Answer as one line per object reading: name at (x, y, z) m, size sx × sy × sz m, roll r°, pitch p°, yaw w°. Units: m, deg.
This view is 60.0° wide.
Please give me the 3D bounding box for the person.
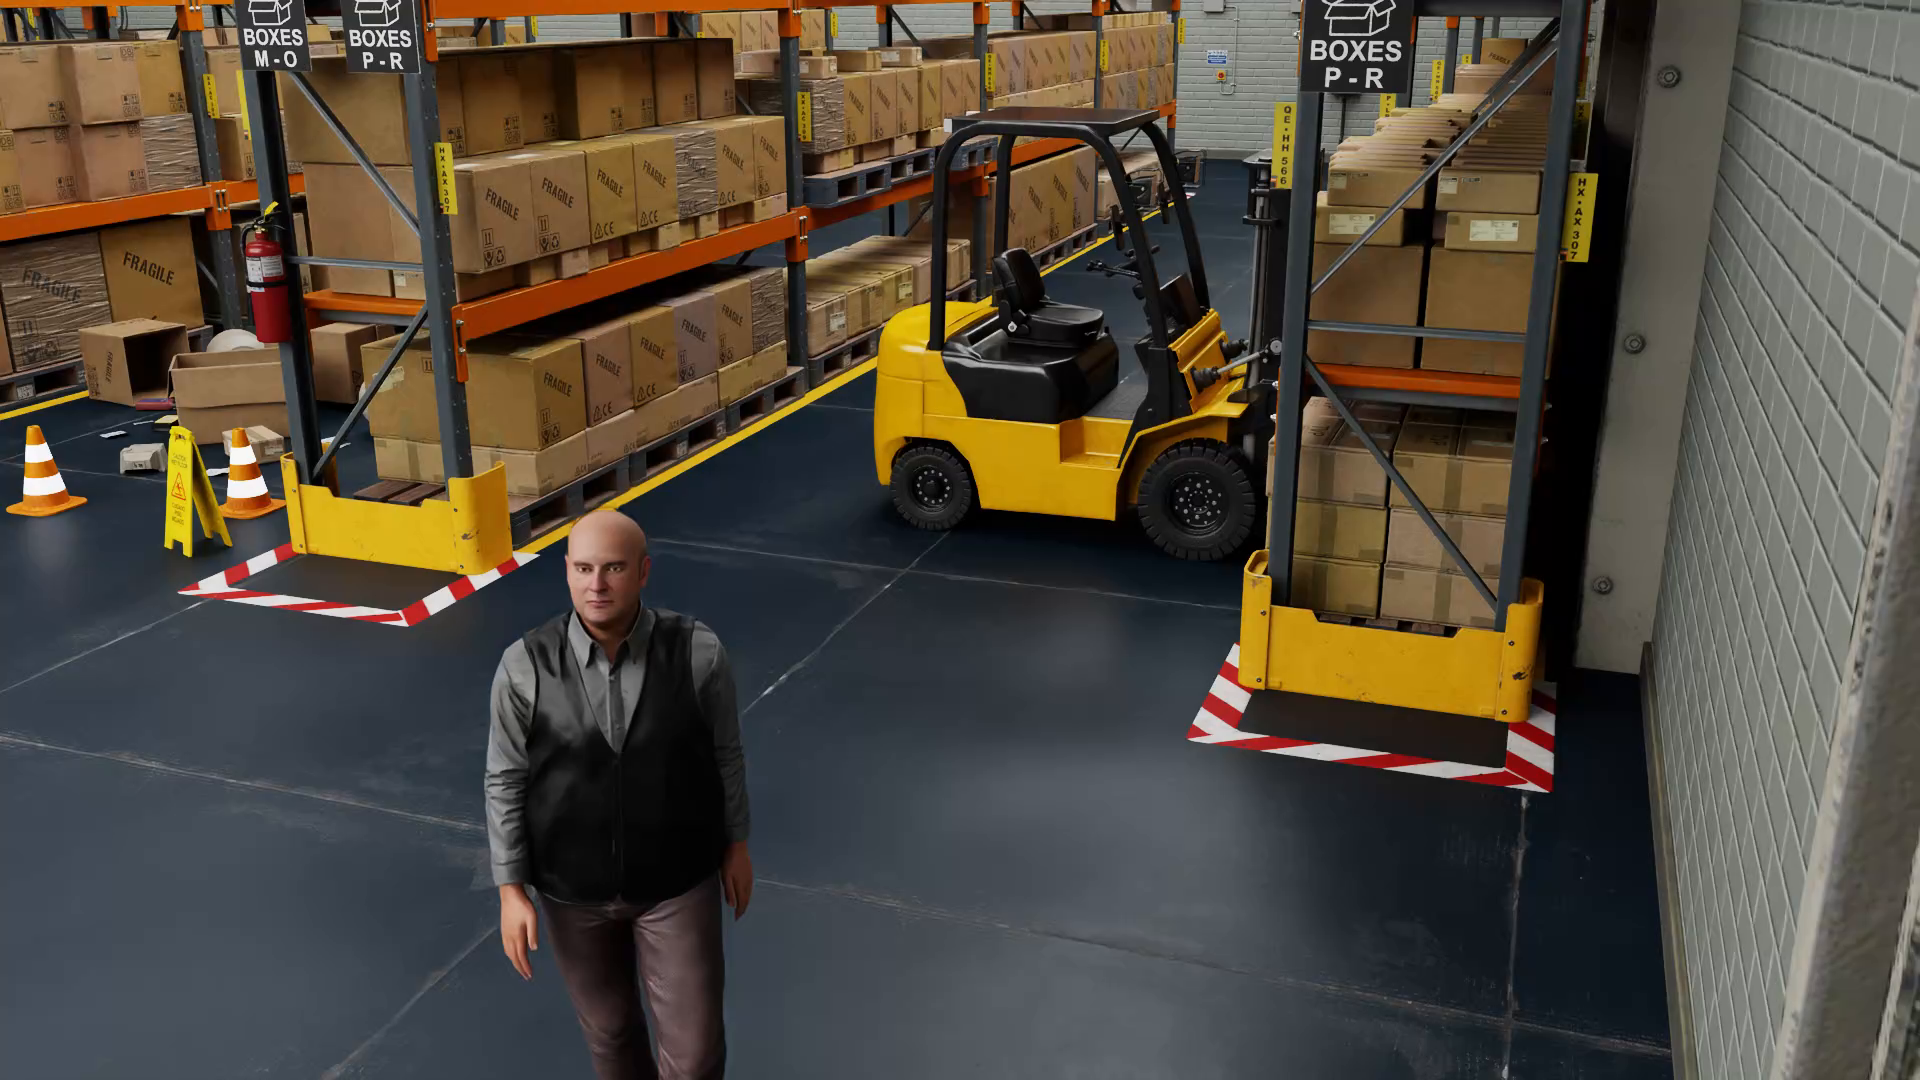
person at (-0.750, 0.811, 3.730) m, size 0.571 × 1.791 × 0.586 m, roll -2°, pitch 19°, yaw -7°
